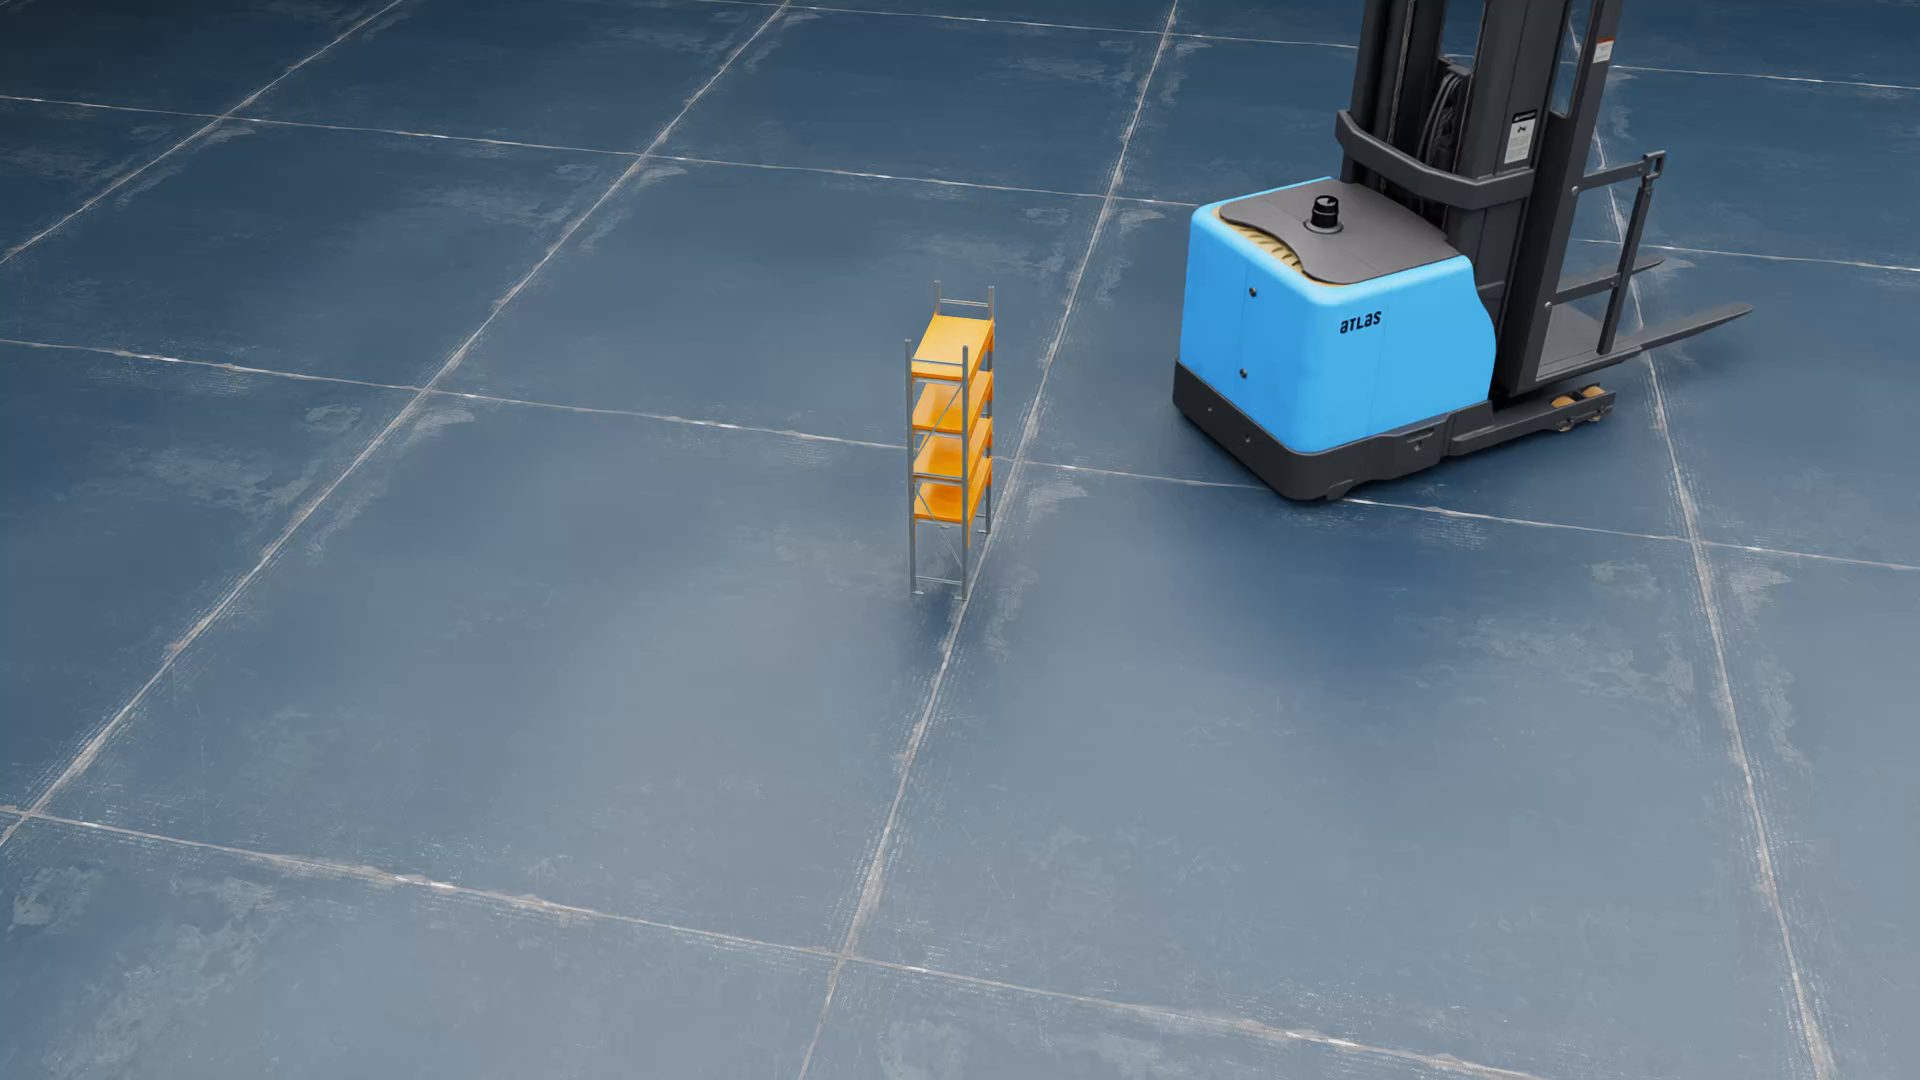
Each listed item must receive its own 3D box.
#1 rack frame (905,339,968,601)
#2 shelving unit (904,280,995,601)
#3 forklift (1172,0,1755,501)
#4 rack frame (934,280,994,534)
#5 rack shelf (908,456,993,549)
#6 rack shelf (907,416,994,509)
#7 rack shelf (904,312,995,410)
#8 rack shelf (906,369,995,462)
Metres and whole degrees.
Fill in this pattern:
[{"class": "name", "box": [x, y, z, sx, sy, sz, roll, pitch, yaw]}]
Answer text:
[{"class": "rack frame", "box": [-0.087, -0.251, 6.574, 0.240, 1.200, 0.015, 7, 37, 10]}, {"class": "shelving unit", "box": [-0.035, -0.391, 6.767, 0.258, 1.200, 0.503, 7, 37, 10]}, {"class": "forklift", "box": [2.577, -1.964, 7.462, 3.031, 2.935, 1.130, -17, 39, -22]}, {"class": "rack frame", "box": [0.017, -0.531, 6.960, 0.240, 1.200, 0.015, 7, 37, 10]}, {"class": "rack shelf", "box": [-0.035, -0.176, 6.923, 0.258, 0.148, 0.480, 7, 37, 10]}, {"class": "rack shelf", "box": [-0.035, -0.336, 6.806, 0.258, 0.148, 0.480, 7, 37, 10]}, {"class": "rack shelf", "box": [-0.035, -0.709, 6.536, 0.258, 0.148, 0.480, 7, 37, 10]}, {"class": "rack shelf", "box": [-0.035, -0.518, 6.675, 0.258, 0.148, 0.480, 7, 37, 10]}]
